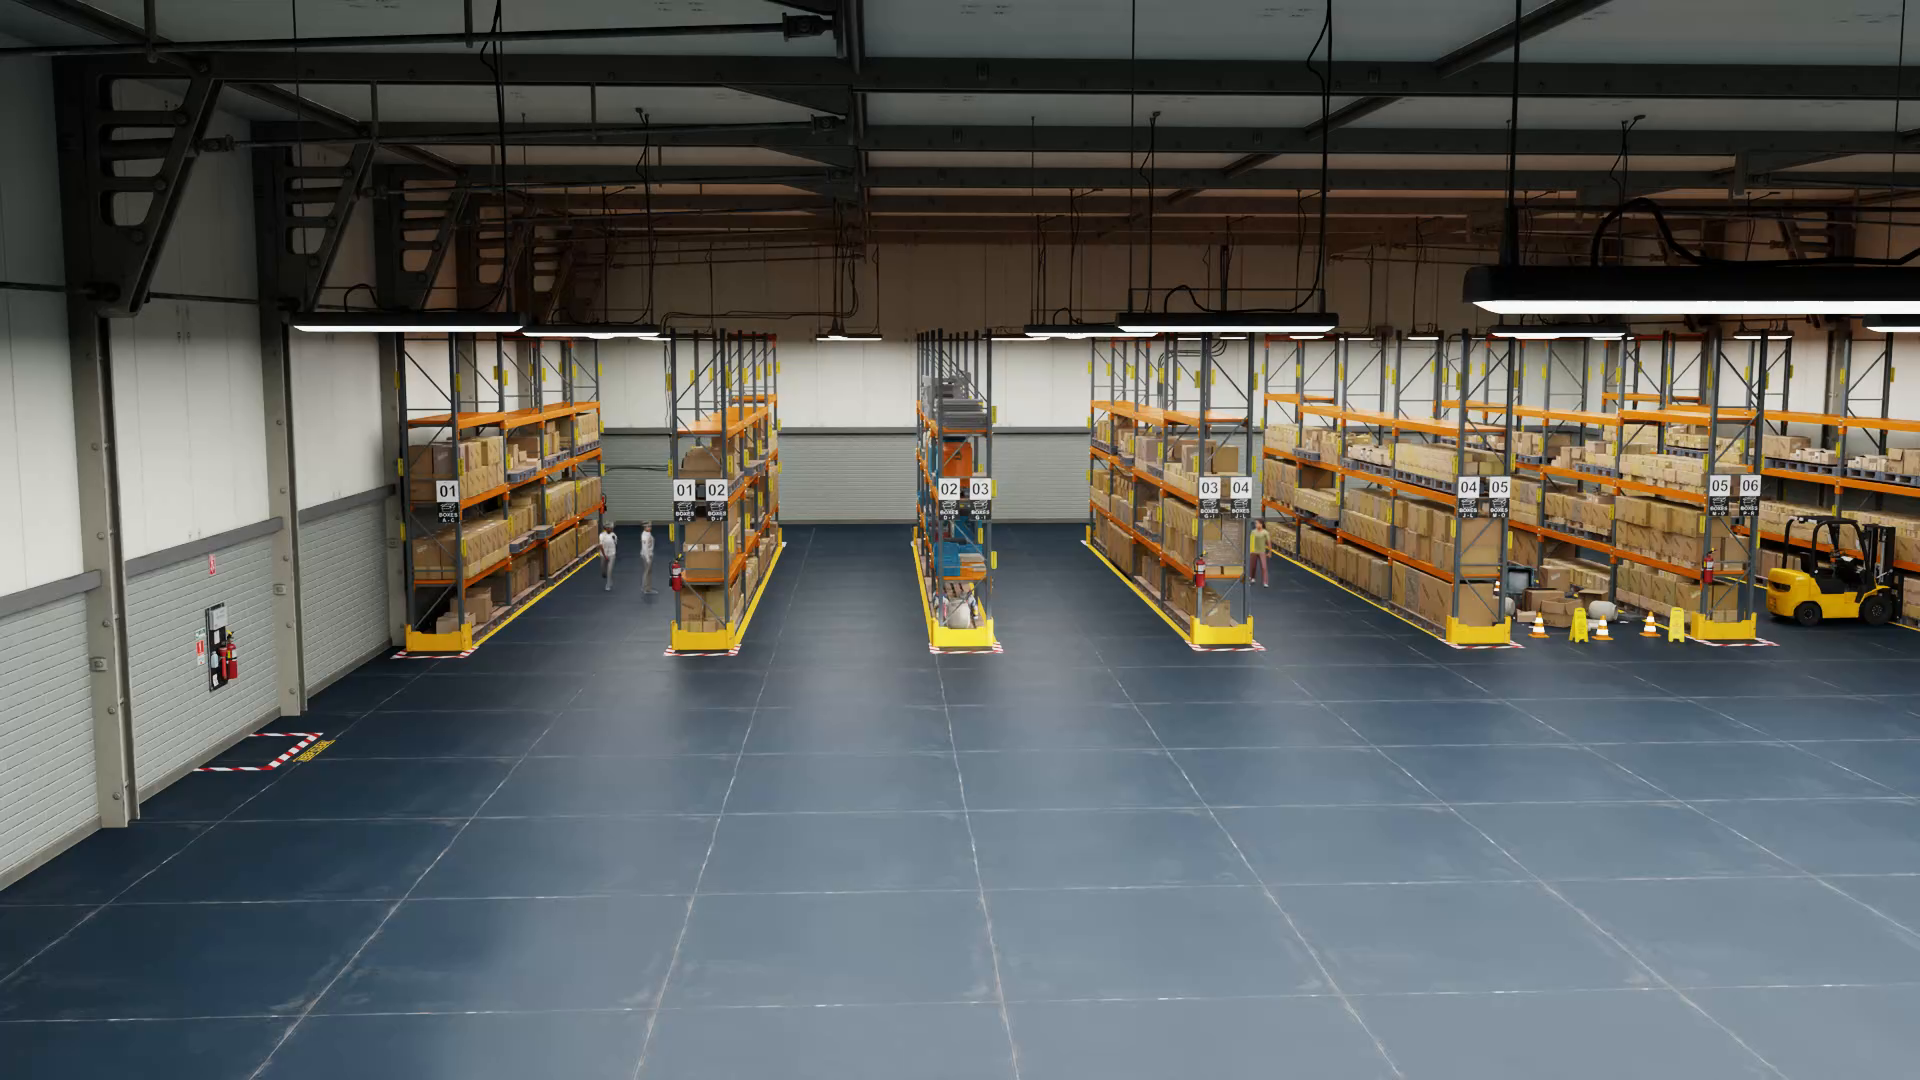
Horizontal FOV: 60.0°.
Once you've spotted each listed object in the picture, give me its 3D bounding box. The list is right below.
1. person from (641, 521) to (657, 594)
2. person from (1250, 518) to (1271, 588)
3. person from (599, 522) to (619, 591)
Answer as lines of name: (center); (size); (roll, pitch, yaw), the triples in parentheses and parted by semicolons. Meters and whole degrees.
person: (-7.140, 0.401, 38.194); (0.353, 1.716, 0.493); (-2, 7, -14)
person: (7.097, 0.293, 39.294); (0.513, 1.627, 0.940); (2, 7, 15)
person: (-8.220, 0.361, 38.867); (0.416, 1.577, 0.957); (0, 7, 0)
